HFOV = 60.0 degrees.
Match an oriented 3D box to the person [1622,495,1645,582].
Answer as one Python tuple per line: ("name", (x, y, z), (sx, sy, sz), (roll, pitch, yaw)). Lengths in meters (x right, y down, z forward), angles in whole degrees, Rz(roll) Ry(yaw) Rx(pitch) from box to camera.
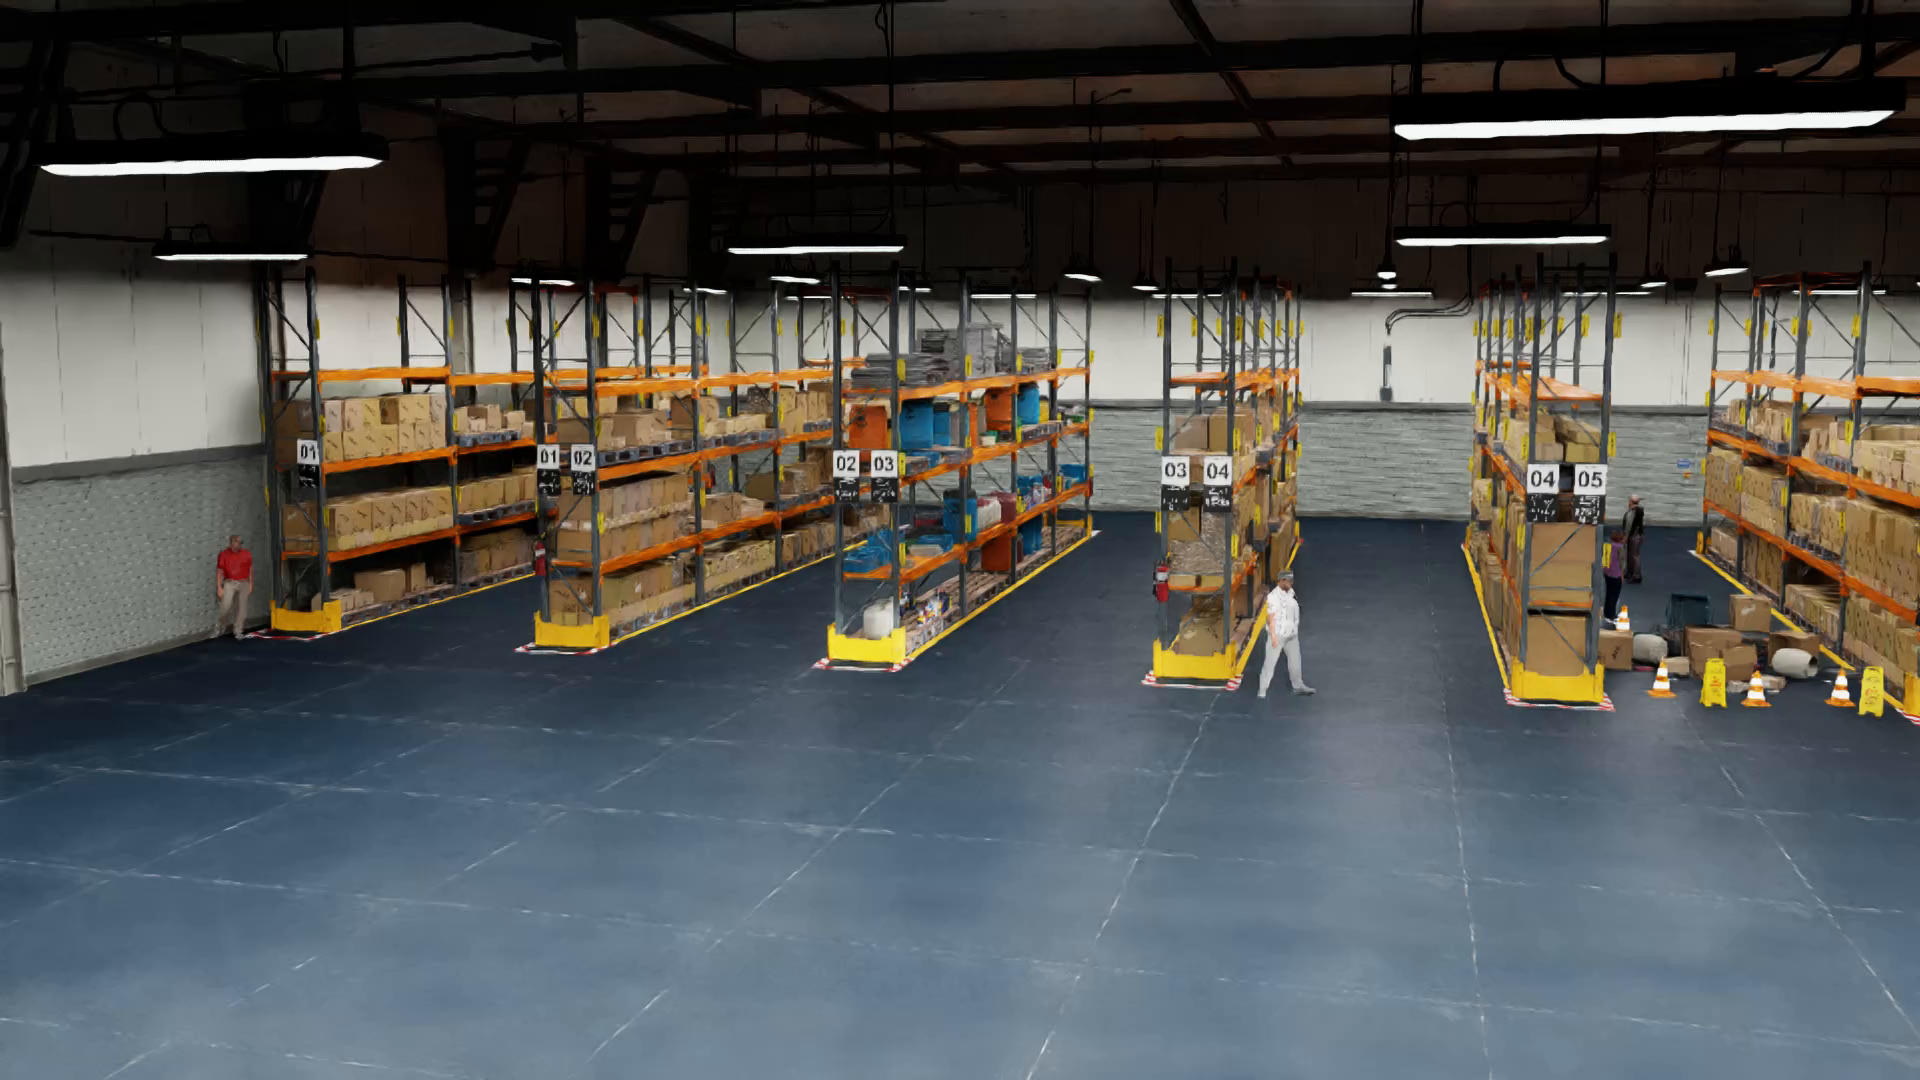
("person", (13.323, -0.046, 33.004), (0.575, 1.718, 0.634), (6, 10, 41))

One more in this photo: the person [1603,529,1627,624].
("person", (11.160, 0.615, 28.296), (0.399, 1.601, 0.469), (-2, 8, -16))

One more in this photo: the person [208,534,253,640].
("person", (-11.729, 0.752, 26.753), (0.712, 1.718, 0.499), (-6, 10, -40))

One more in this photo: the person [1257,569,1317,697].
("person", (4.436, 1.252, 22.677), (0.769, 1.753, 0.582), (-6, 9, -38))
